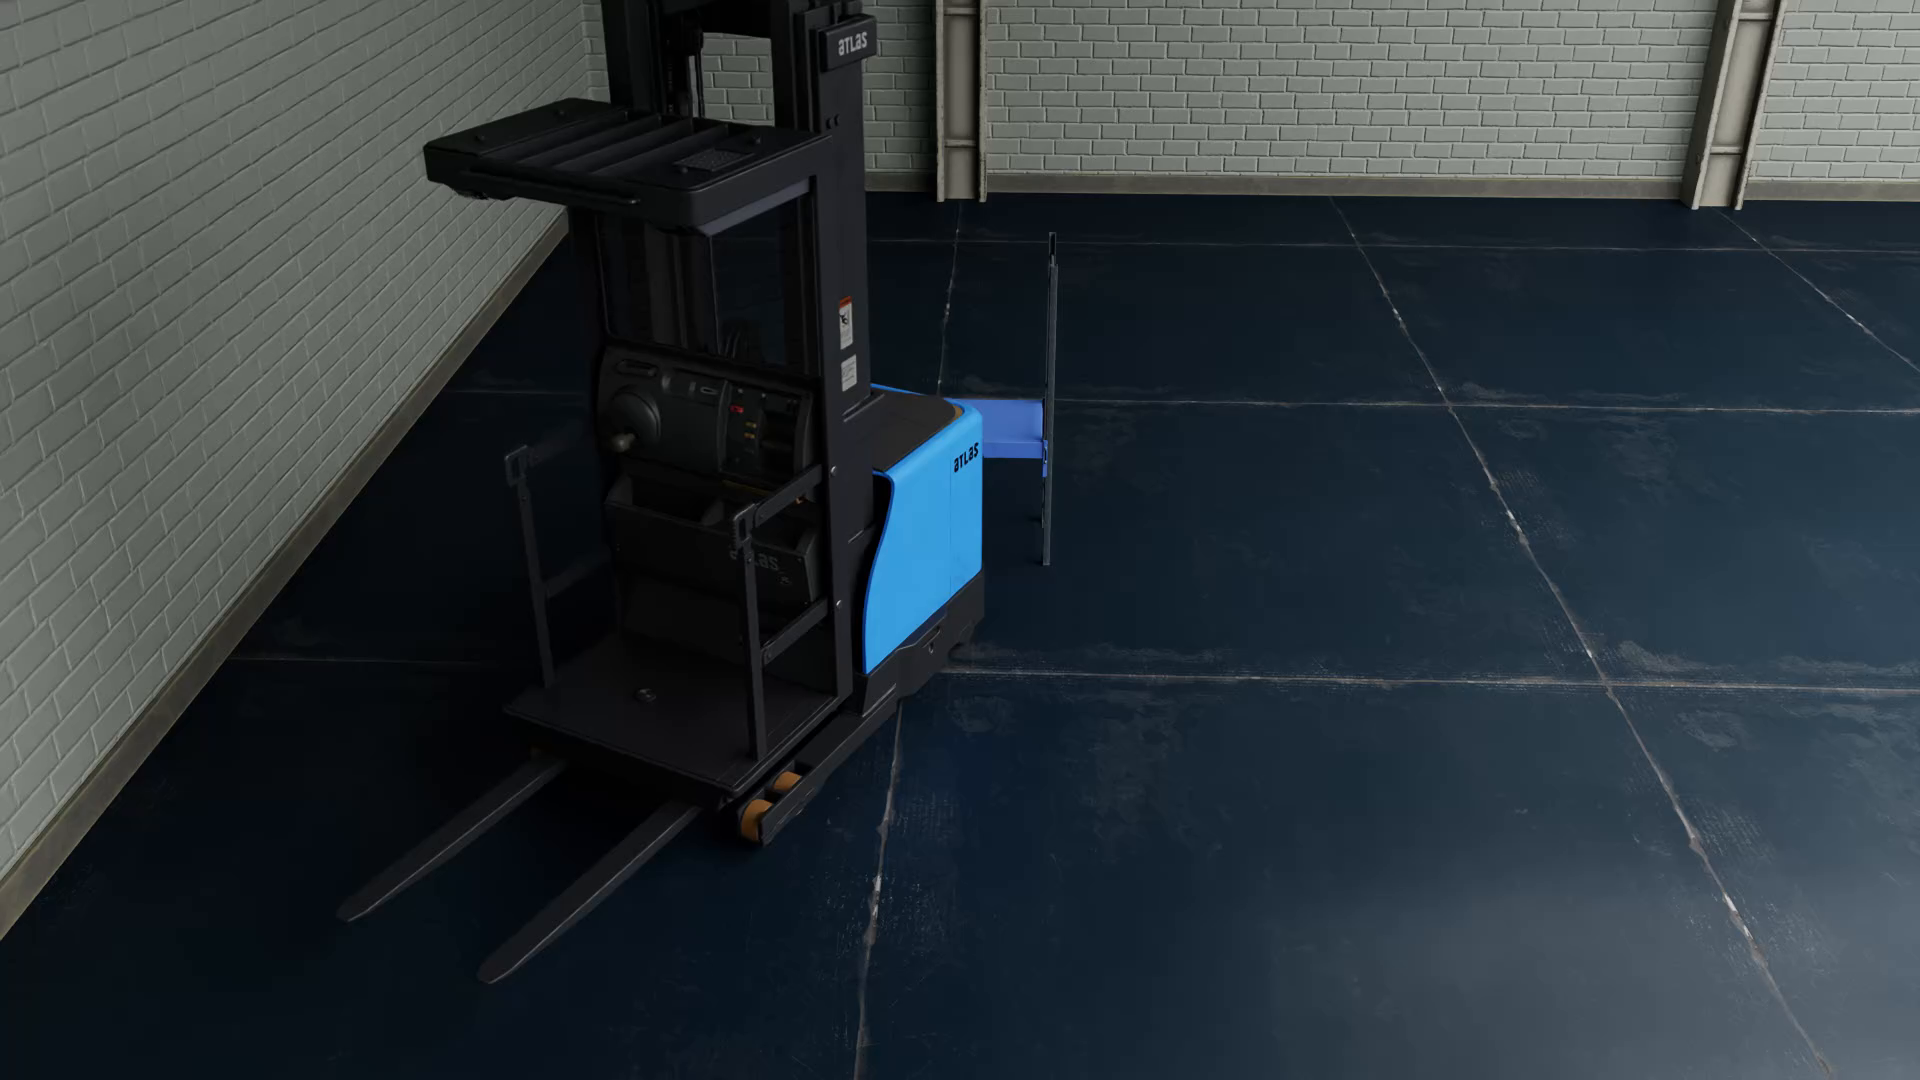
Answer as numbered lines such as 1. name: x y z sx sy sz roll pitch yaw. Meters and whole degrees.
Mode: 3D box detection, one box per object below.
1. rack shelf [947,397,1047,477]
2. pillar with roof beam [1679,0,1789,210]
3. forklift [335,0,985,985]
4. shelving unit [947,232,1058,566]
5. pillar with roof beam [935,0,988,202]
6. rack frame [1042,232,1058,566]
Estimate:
1. rack shelf: -0.085 -0.505 7.986 1.000 0.185 0.538 1 28 2
2. pillar with roof beam: 5.859 -4.658 7.429 0.400 9.000 9.100 1 28 2
3. forklift: -1.036 -0.414 5.902 1.130 2.935 3.031 14 31 25
4. shelving unit: -0.085 -0.664 7.901 1.048 1.500 0.538 1 28 2
5. pillar with roof beam: -0.137 -4.757 7.616 0.400 9.000 9.100 1 28 2
6. rack frame: 0.423 -0.656 7.886 0.032 1.500 0.500 1 28 2
